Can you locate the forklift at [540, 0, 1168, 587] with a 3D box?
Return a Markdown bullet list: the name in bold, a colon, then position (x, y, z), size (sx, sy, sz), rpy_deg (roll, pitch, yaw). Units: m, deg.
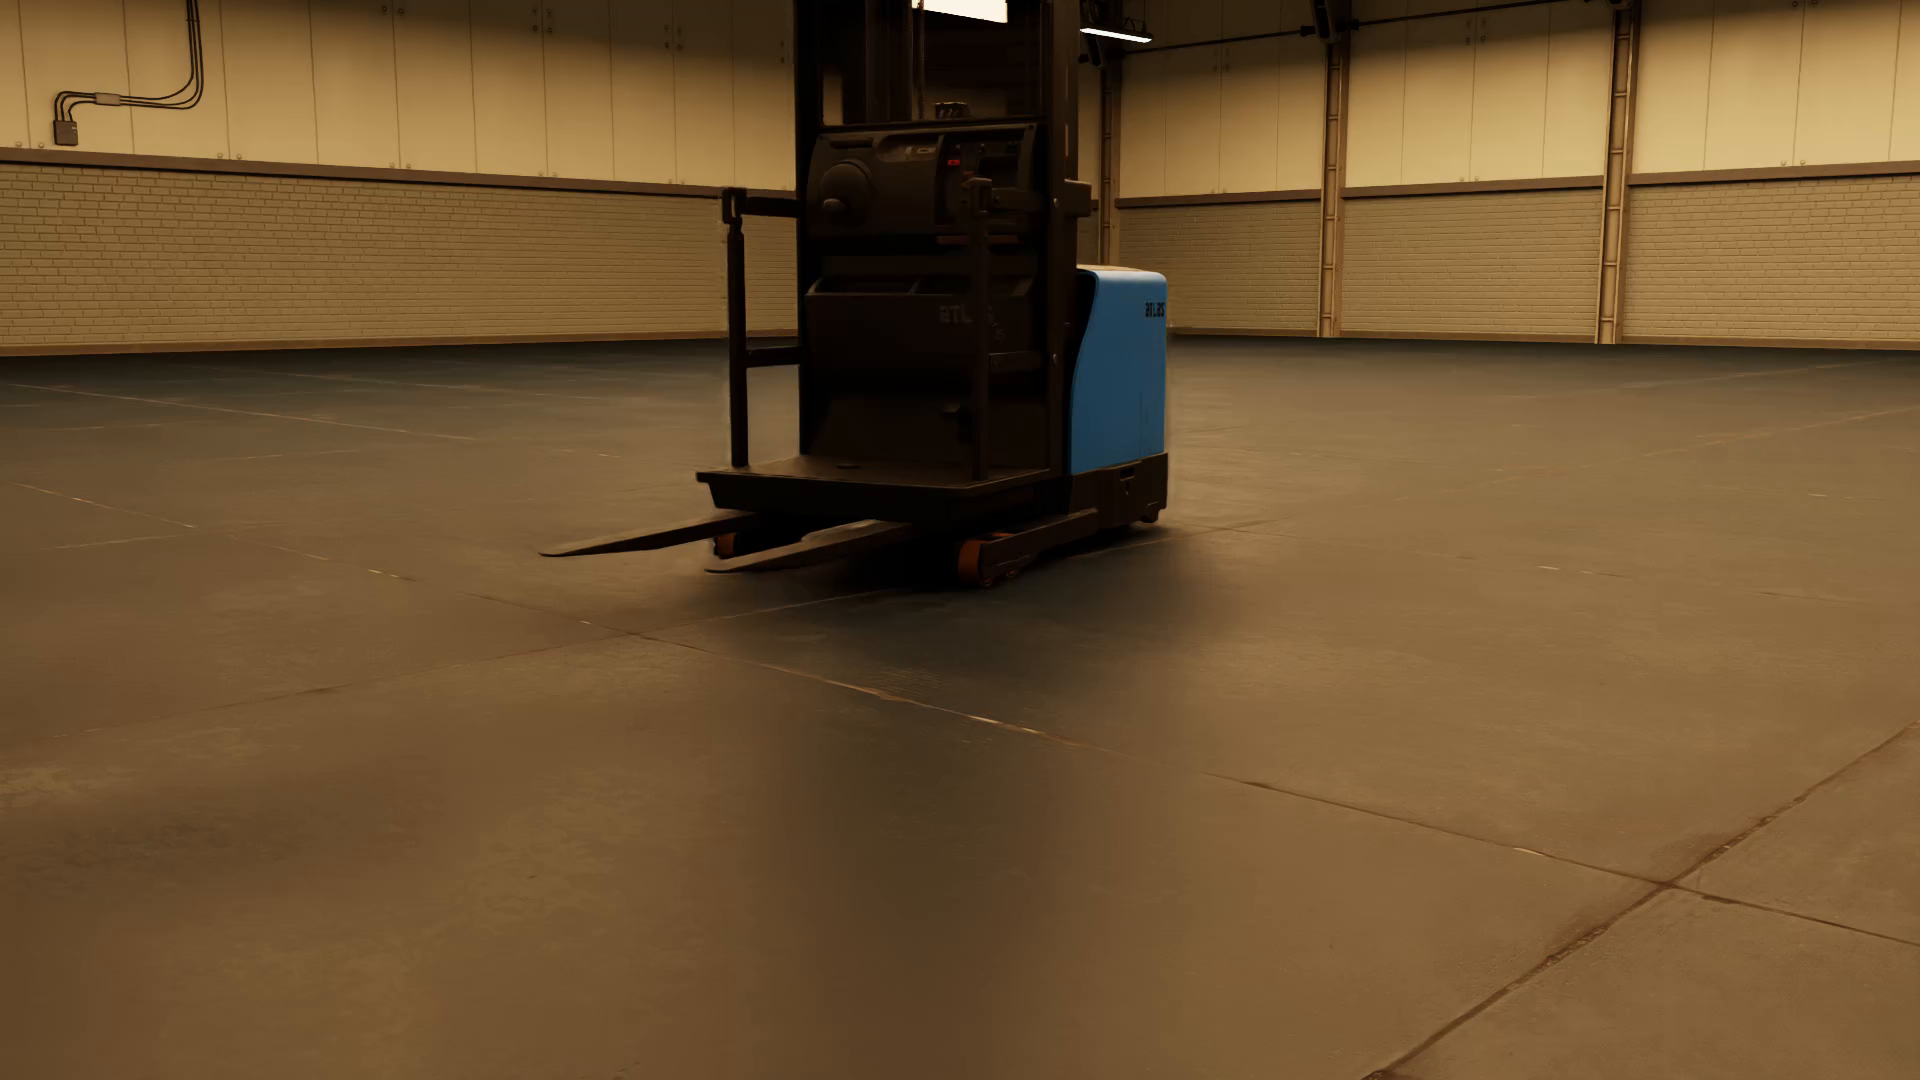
- **forklift**: position (-0.246, -1.364, 5.929), size (1.130, 2.935, 3.031), rpy_deg (5, 10, 28)
